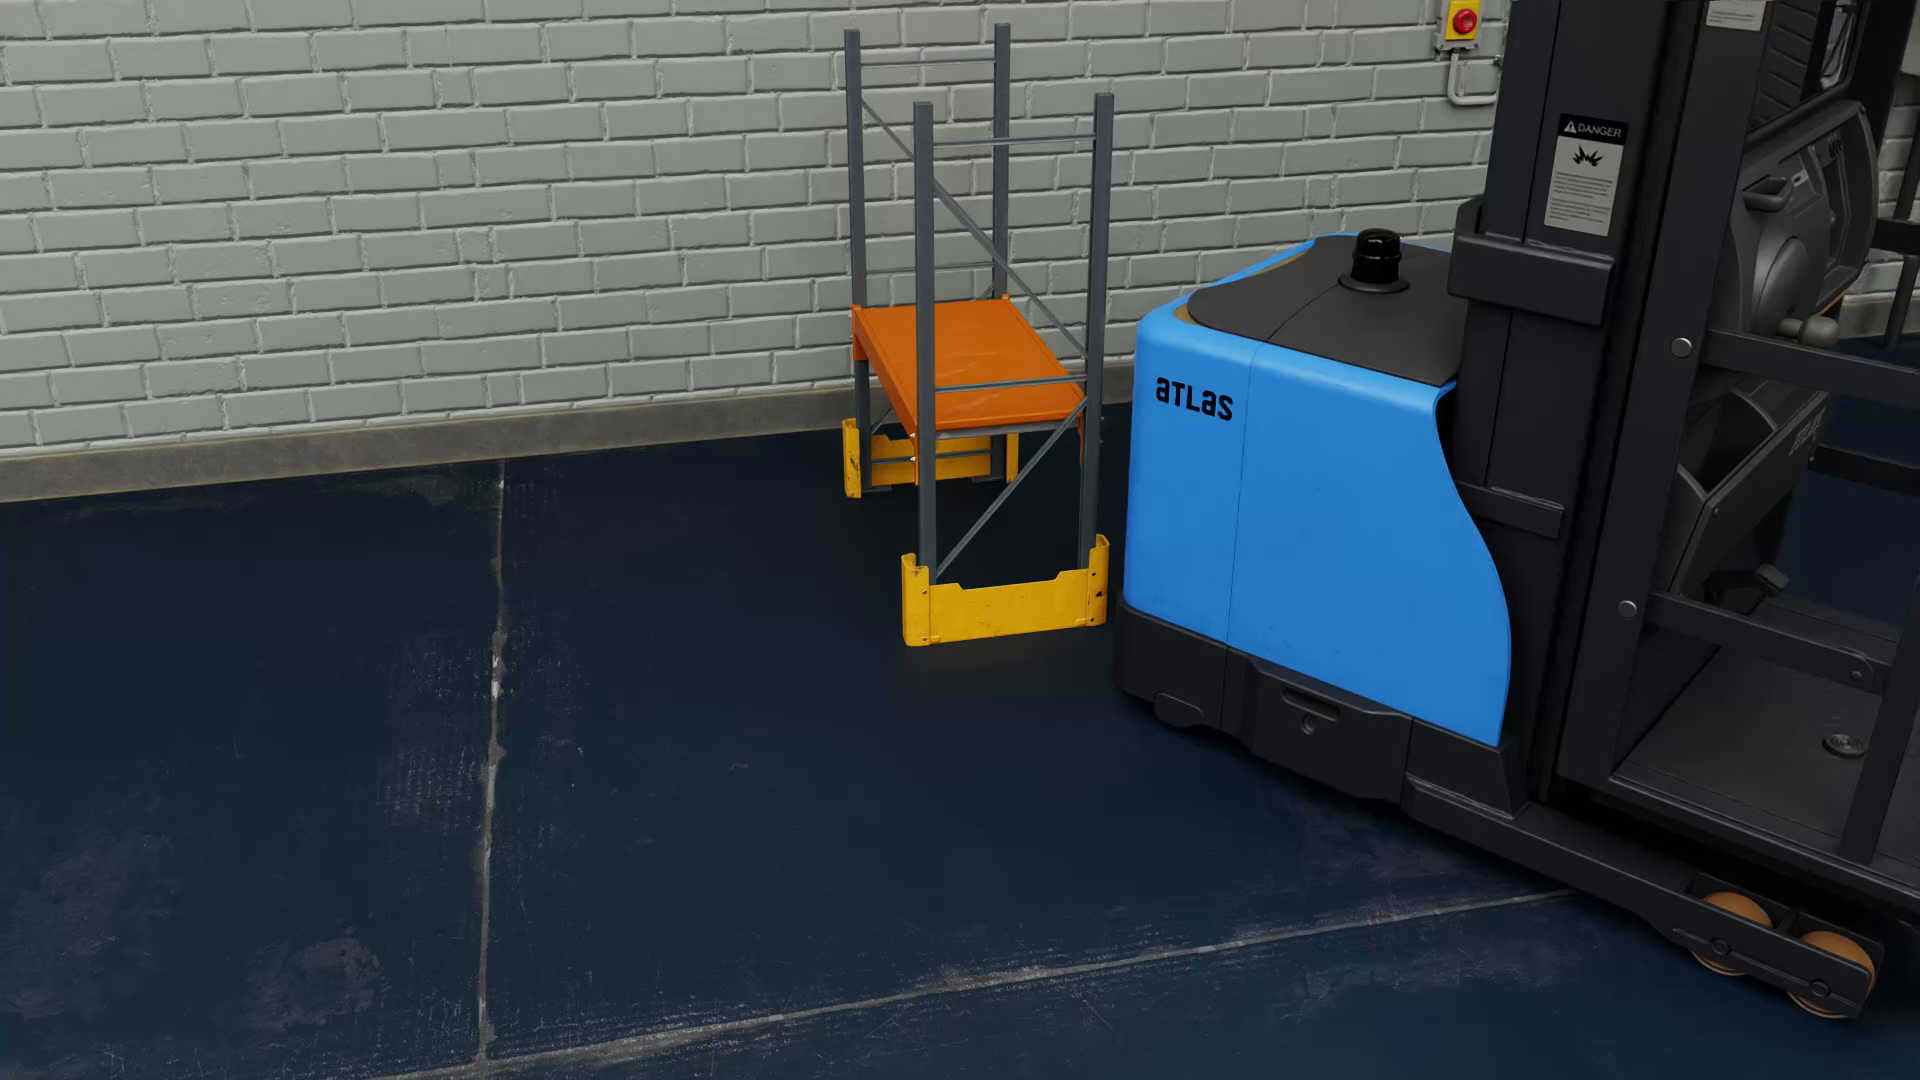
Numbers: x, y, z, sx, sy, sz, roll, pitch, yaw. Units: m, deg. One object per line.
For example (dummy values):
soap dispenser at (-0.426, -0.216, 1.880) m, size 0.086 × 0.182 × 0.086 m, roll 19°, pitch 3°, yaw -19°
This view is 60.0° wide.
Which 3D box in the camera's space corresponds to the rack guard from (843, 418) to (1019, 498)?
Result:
rack guard at (-0.095, -0.297, 5.561) m, size 0.587 × 0.250 × 0.087 m, roll -6°, pitch 27°, yaw -12°

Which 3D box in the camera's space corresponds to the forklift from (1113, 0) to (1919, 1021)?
forklift at (1.854, -0.618, 3.221) m, size 3.031 × 2.935 × 1.130 m, roll 21°, pitch 33°, yaw 35°

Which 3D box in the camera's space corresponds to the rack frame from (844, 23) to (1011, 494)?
rack frame at (-0.095, -0.855, 5.280) m, size 0.500 × 1.500 × 0.032 m, roll -6°, pitch 27°, yaw -12°

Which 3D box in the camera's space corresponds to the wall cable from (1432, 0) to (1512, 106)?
wall cable at (1.746, -2.425, 5.564) m, size 0.585 × 1.953 × 0.123 m, roll -6°, pitch 27°, yaw -12°

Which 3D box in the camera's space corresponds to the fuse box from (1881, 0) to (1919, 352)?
fuse box at (3.825, -1.532, 6.386) m, size 0.539 × 1.711 × 0.414 m, roll -6°, pitch 27°, yaw -12°

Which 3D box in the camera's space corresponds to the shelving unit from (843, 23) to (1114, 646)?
shelving unit at (0.017, -0.636, 4.846) m, size 0.587 × 1.500 × 1.083 m, roll -6°, pitch 27°, yaw -12°

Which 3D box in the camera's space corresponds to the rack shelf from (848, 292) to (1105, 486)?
rack shelf at (0.019, -0.472, 4.919) m, size 0.538 × 0.185 × 1.000 m, roll -6°, pitch 27°, yaw -12°

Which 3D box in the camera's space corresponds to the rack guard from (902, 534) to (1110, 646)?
rack guard at (0.129, 0.141, 4.694) m, size 0.587 × 0.250 × 0.087 m, roll -6°, pitch 27°, yaw -12°

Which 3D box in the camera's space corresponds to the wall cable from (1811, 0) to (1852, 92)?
wall cable at (3.125, -2.560, 5.866) m, size 0.588 × 1.984 × 0.122 m, roll -6°, pitch 27°, yaw -12°

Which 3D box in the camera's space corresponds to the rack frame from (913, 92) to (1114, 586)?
rack frame at (0.134, -0.409, 4.396) m, size 0.500 × 1.500 × 0.032 m, roll -6°, pitch 27°, yaw -12°
